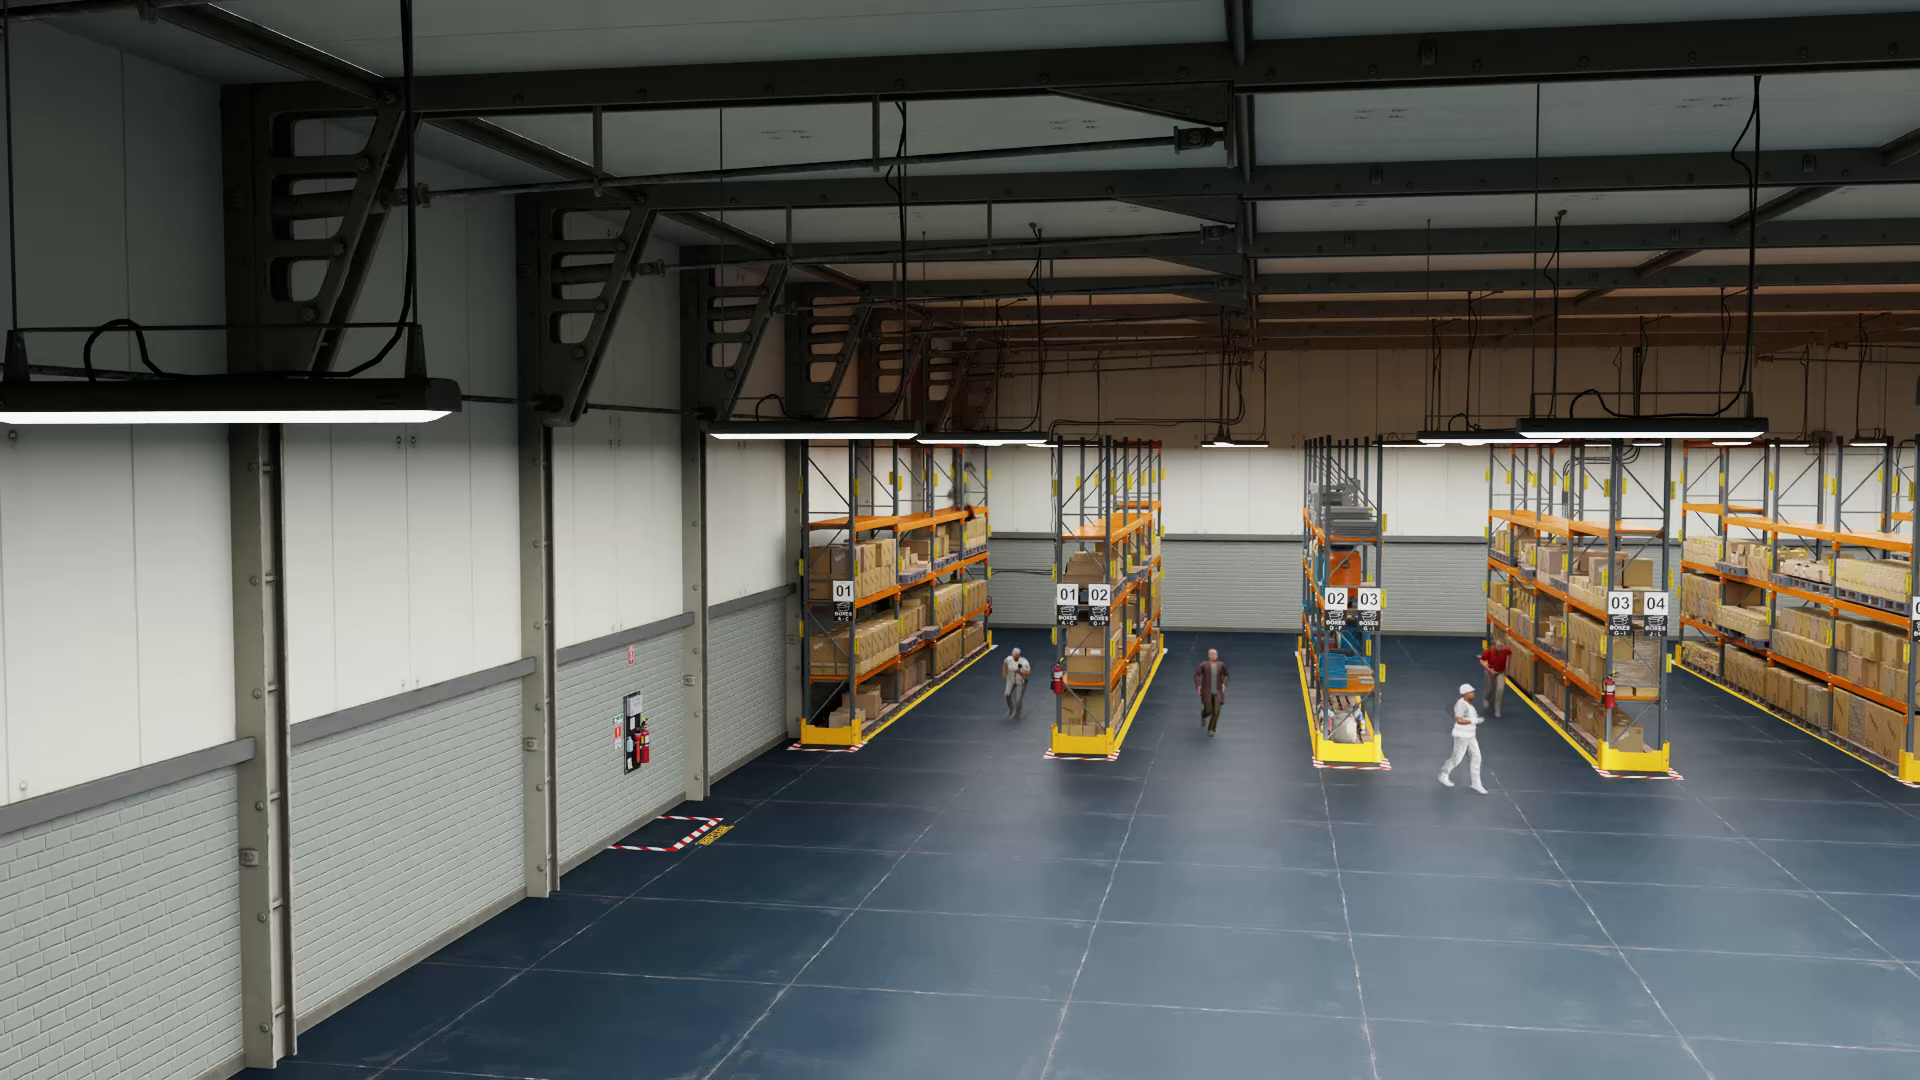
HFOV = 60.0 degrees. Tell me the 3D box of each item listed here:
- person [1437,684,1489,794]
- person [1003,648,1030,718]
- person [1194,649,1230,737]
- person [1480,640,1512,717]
[{"bbox_3d":[8.413,3.324,27.855,0.852,1.834,0.652,2,4,37],"label":"person"},{"bbox_3d":[1.202,3.049,35.567,0.659,1.557,0.791,1,3,11],"label":"person"},{"bbox_3d":[5.077,3.061,33.481,0.724,1.726,0.689,0,3,-2],"label":"person"},{"bbox_3d":[11.614,2.970,36.183,0.703,1.694,1.020,0,3,0],"label":"person"}]
